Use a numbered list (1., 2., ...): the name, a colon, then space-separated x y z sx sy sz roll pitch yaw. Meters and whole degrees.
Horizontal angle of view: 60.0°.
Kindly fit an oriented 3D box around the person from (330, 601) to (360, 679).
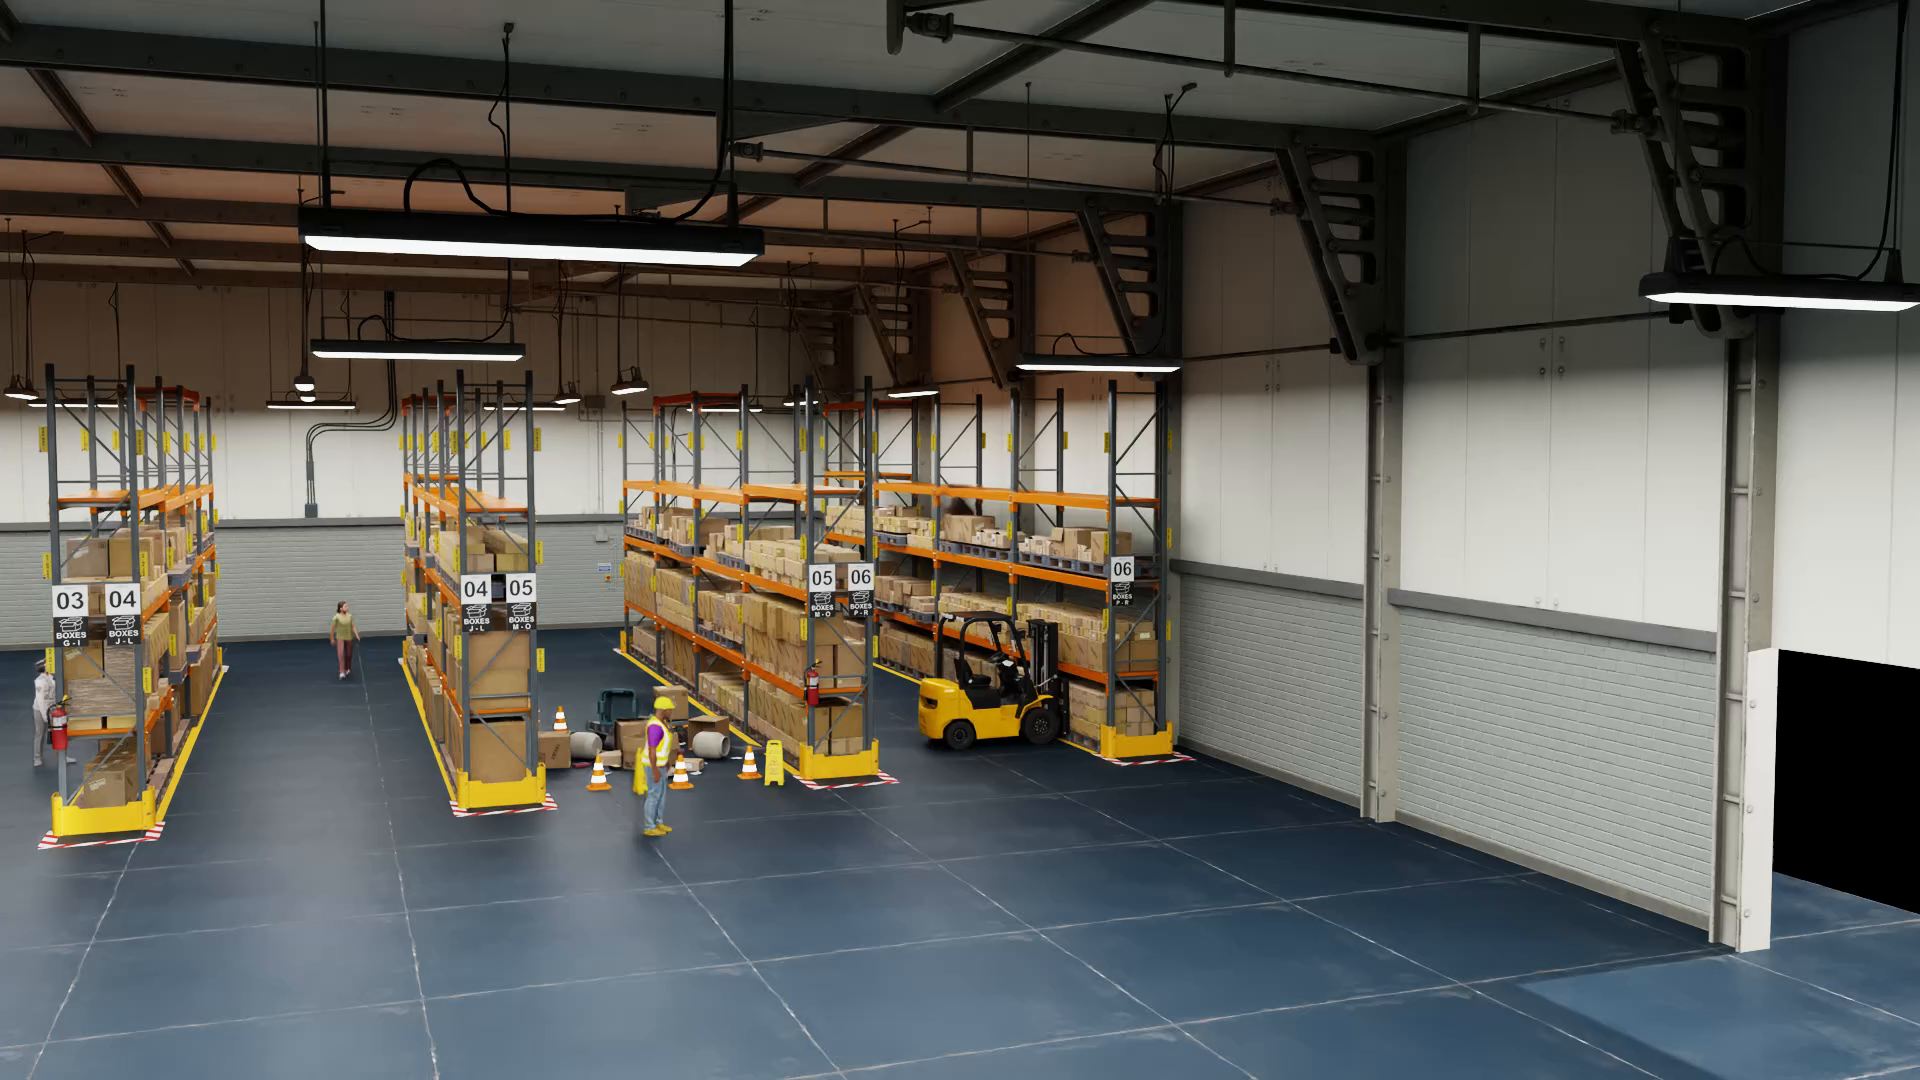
1. person: -13.089 2.109 35.408 0.591 1.613 1.039 -1 4 -23

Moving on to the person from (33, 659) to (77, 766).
1. person: -14.147 2.660 25.837 0.565 1.679 0.503 1 3 13

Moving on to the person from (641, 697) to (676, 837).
1. person: -3.844 2.881 21.250 0.449 1.772 0.603 0 3 1
